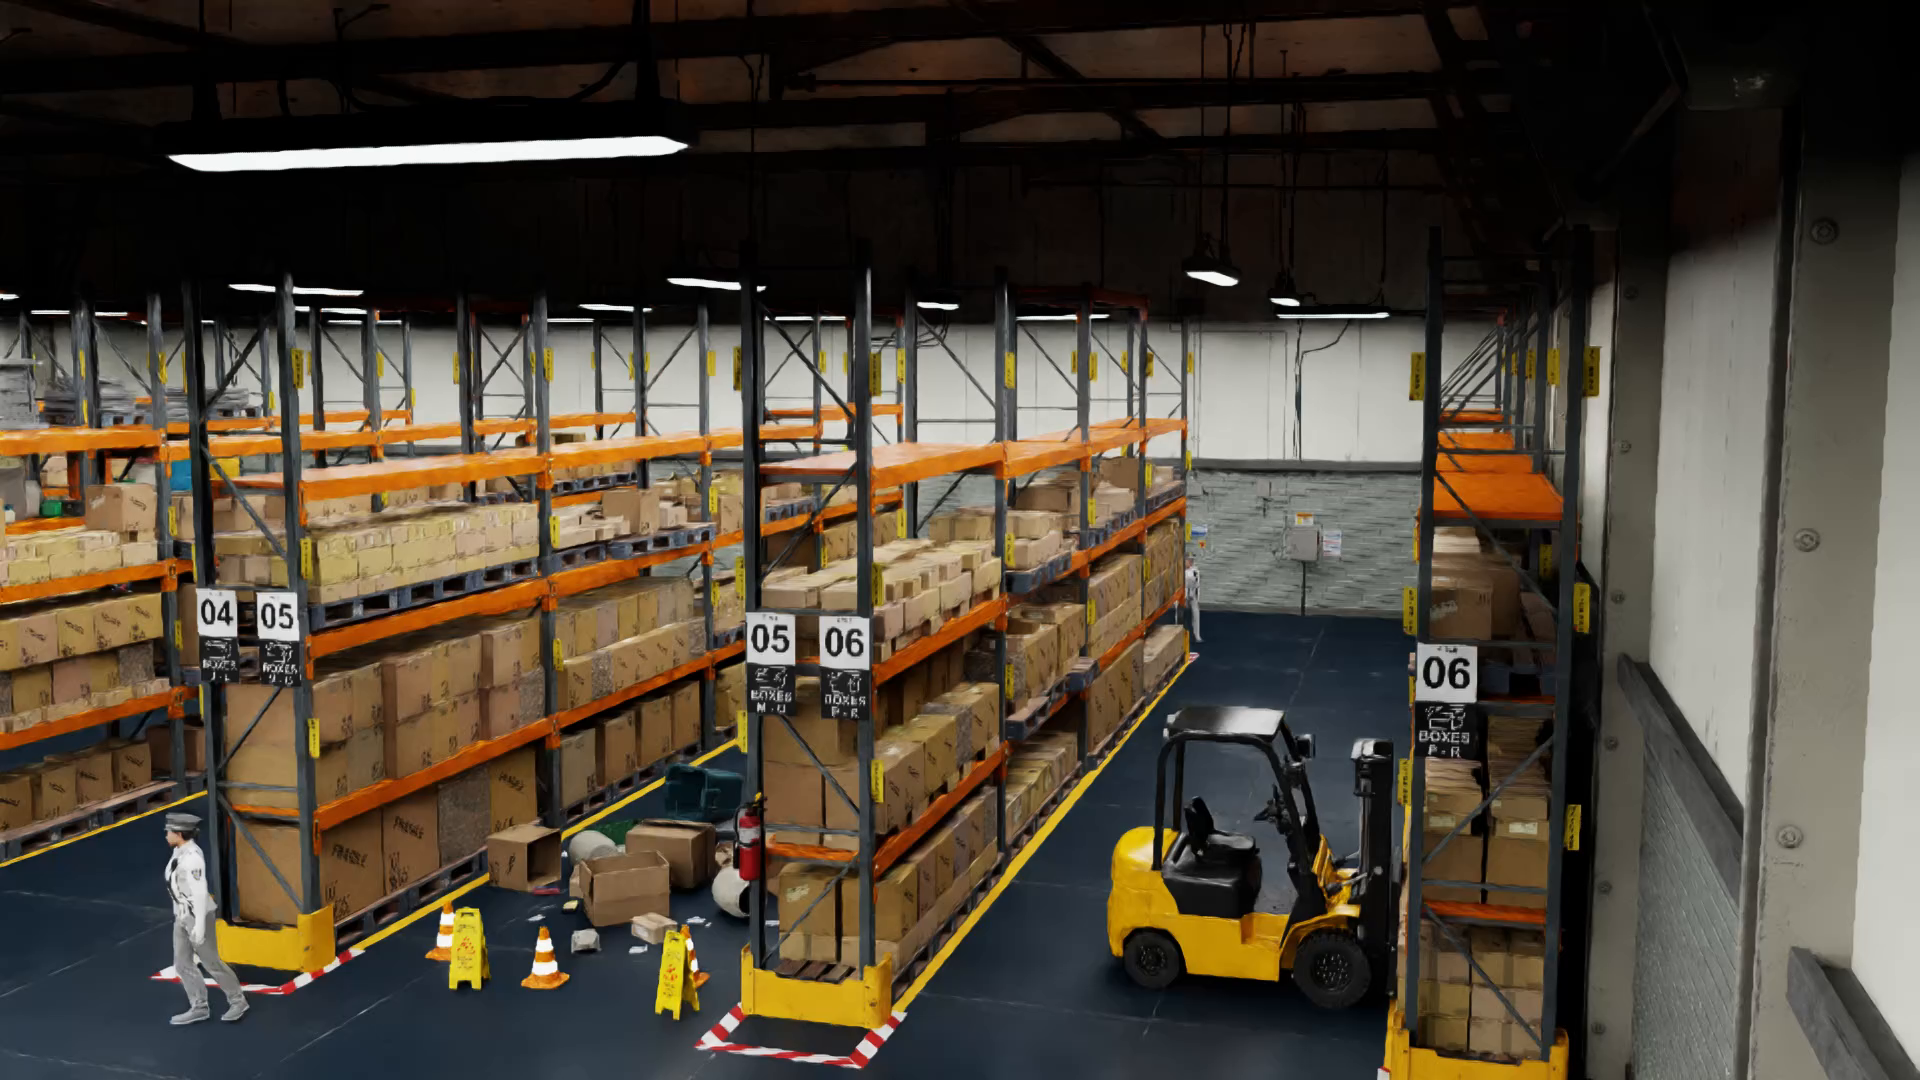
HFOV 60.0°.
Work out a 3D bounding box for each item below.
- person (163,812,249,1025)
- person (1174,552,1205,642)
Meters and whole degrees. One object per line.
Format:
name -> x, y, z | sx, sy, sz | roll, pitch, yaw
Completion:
person -> -5.857, 2.910, 12.886 | 0.543, 1.662, 0.515 | -5, 8, -37
person -> 4.094, 1.008, 29.982 | 0.530, 1.625, 0.934 | -1, 6, -6
